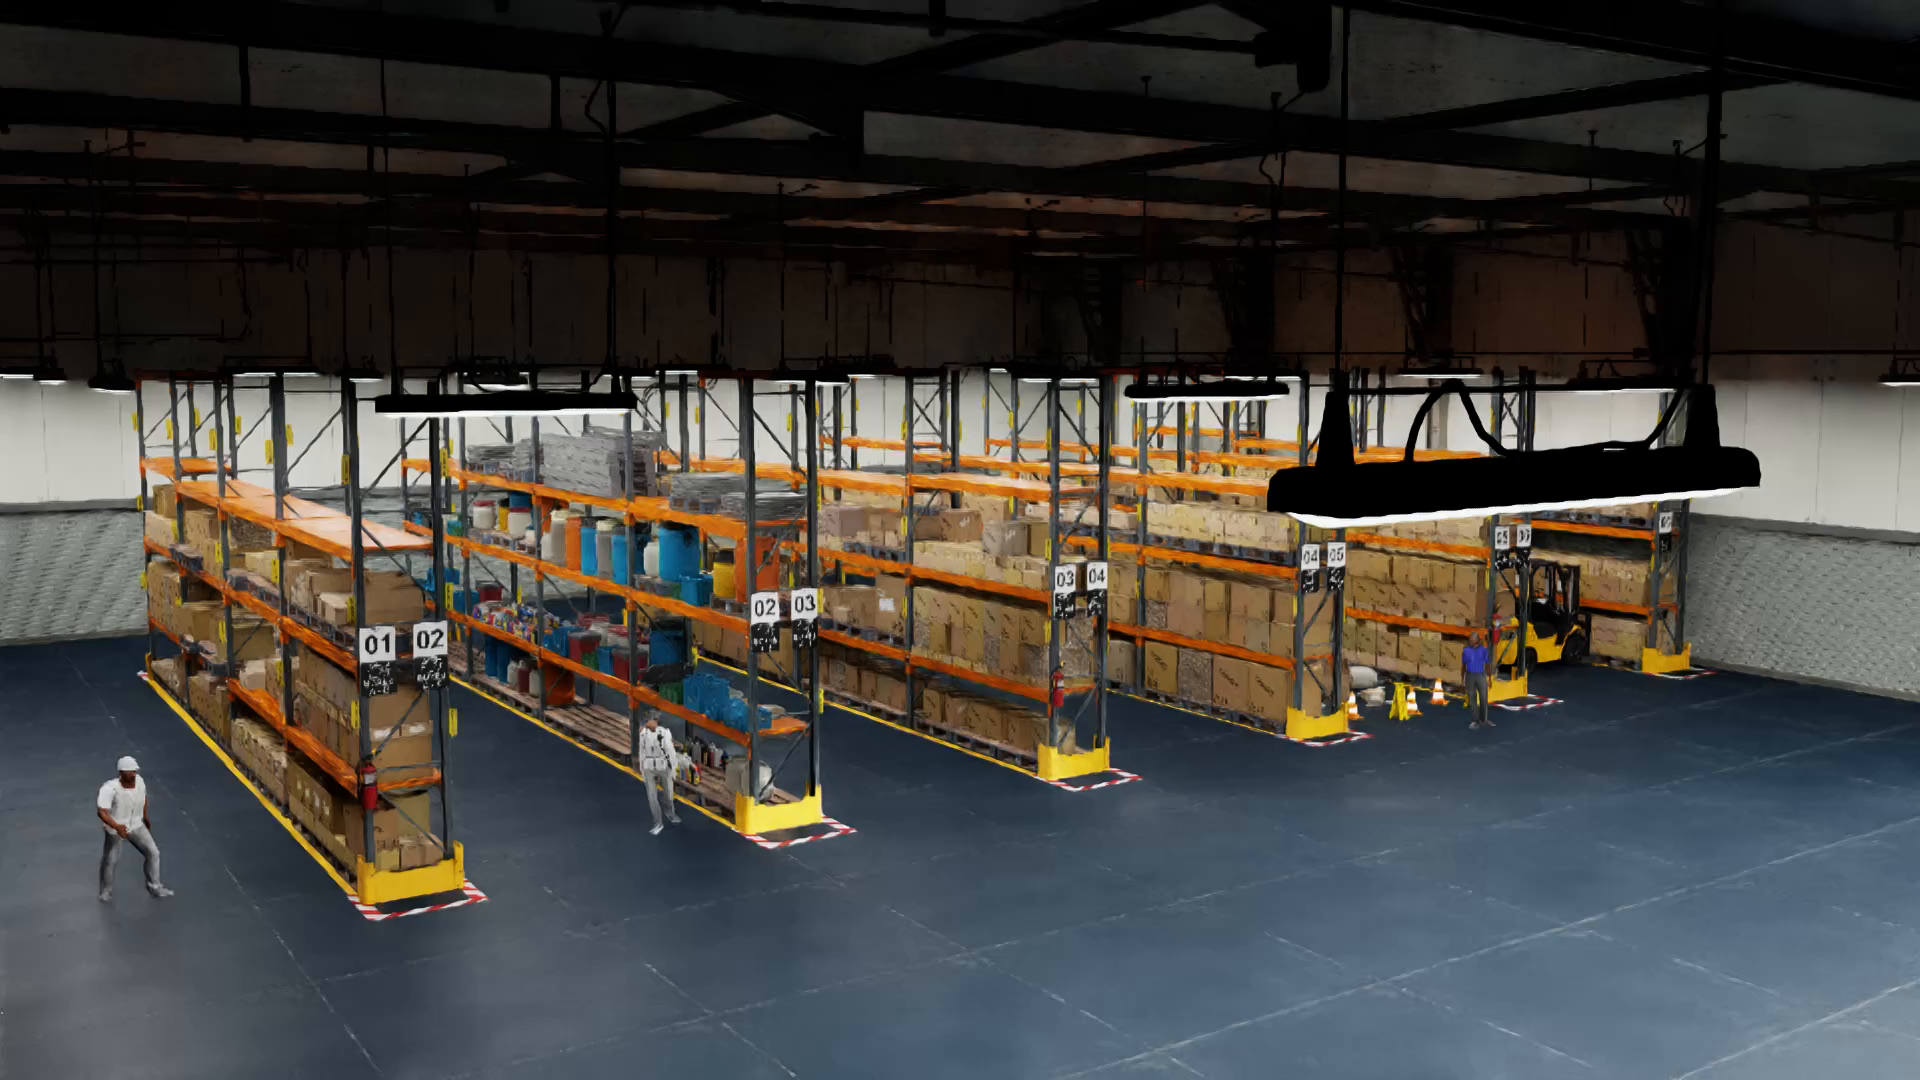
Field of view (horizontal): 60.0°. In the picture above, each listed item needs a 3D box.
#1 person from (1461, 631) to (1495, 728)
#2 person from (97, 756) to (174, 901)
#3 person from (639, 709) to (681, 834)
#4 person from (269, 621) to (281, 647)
[{"bbox_3d":[8.719,2.348,27.981,0.571,1.652,0.356,3,7,24],"label":"person"},{"bbox_3d":[-9.622,3.315,19.180,0.785,1.701,0.700,4,8,35],"label":"person"},{"bbox_3d":[-3.988,3.026,22.043,0.527,1.663,0.538,0,6,2],"label":"person"},{"bbox_3d":[-13.332,1.865,32.492,0.639,1.632,0.512,-5,8,-36],"label":"person"}]
